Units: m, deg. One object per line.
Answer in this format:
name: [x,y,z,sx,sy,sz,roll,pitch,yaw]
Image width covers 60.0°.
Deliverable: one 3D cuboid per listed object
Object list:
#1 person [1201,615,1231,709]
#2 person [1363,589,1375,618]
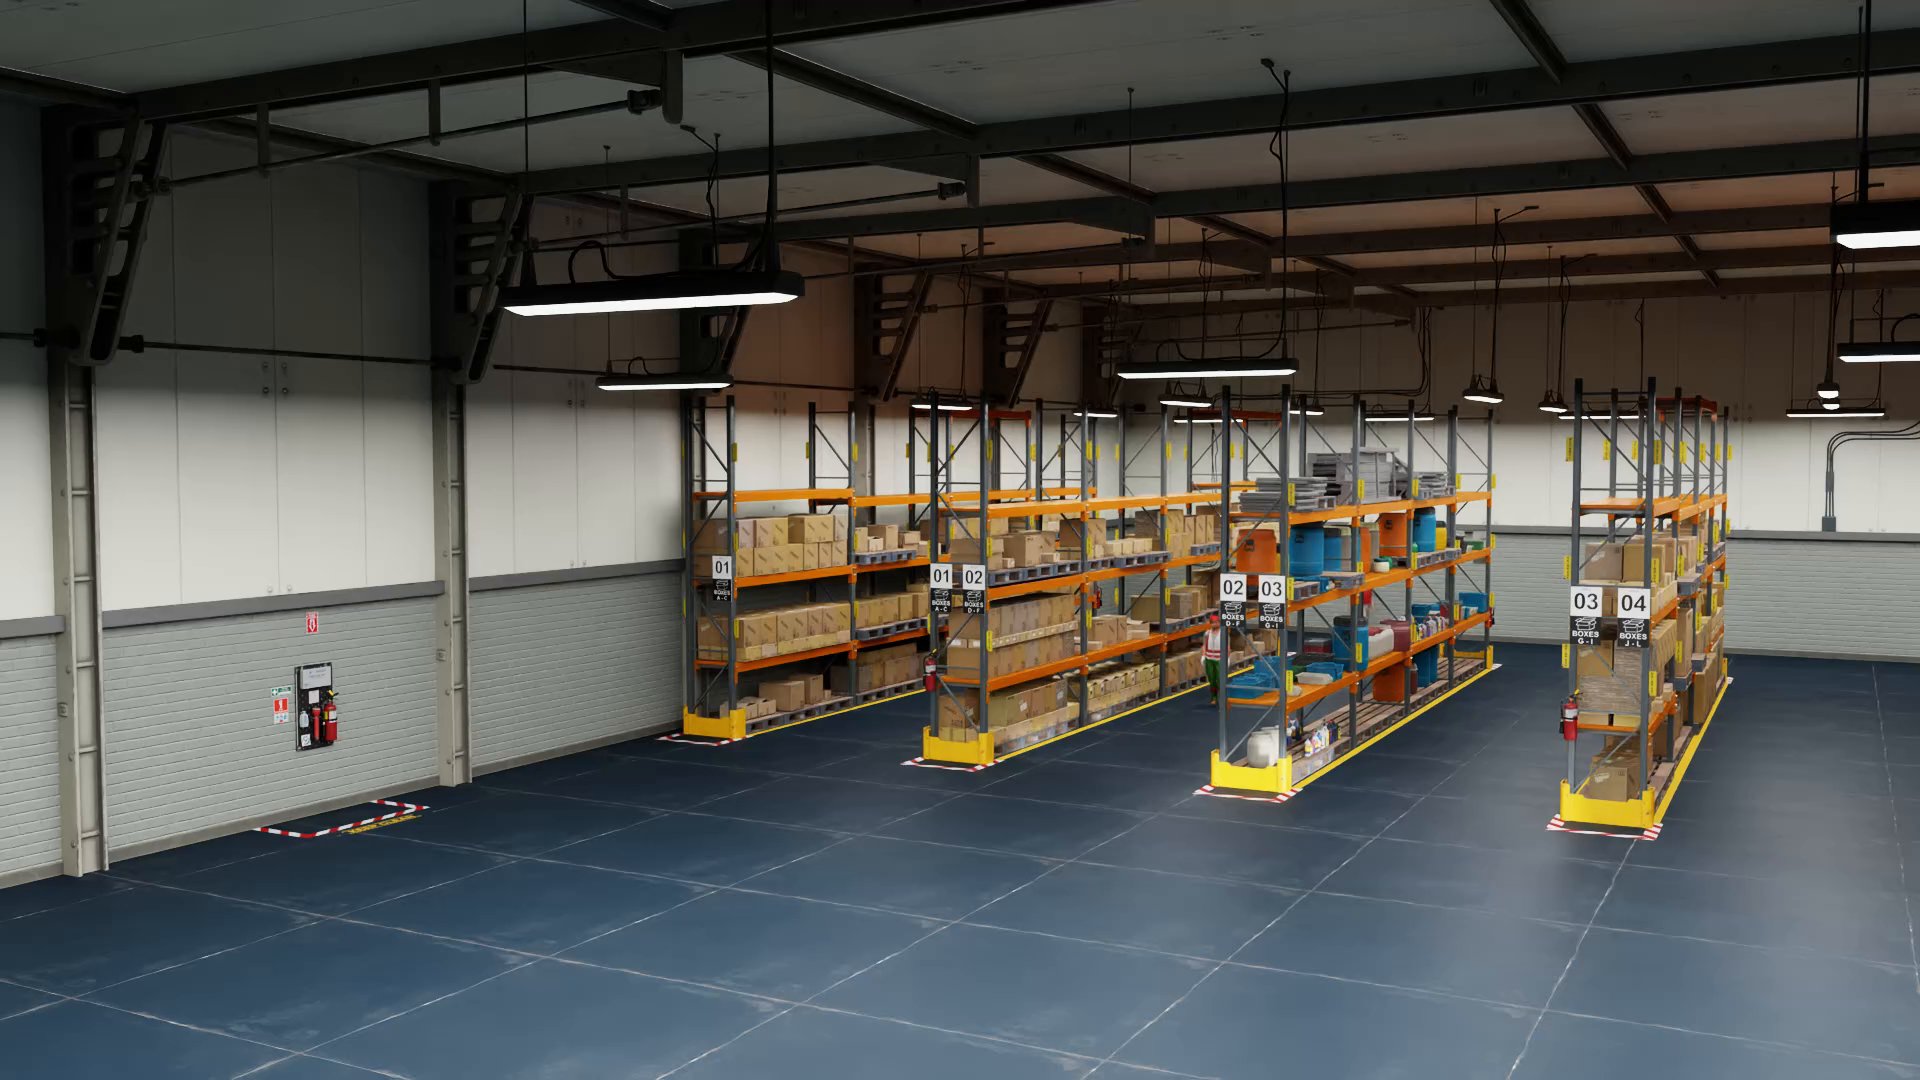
person: [5.007,2.412,32.691,0.531,1.869,0.478,2,3,29]
person: [10.794,1.819,44.202,0.557,1.679,1.003,-2,3,-29]
